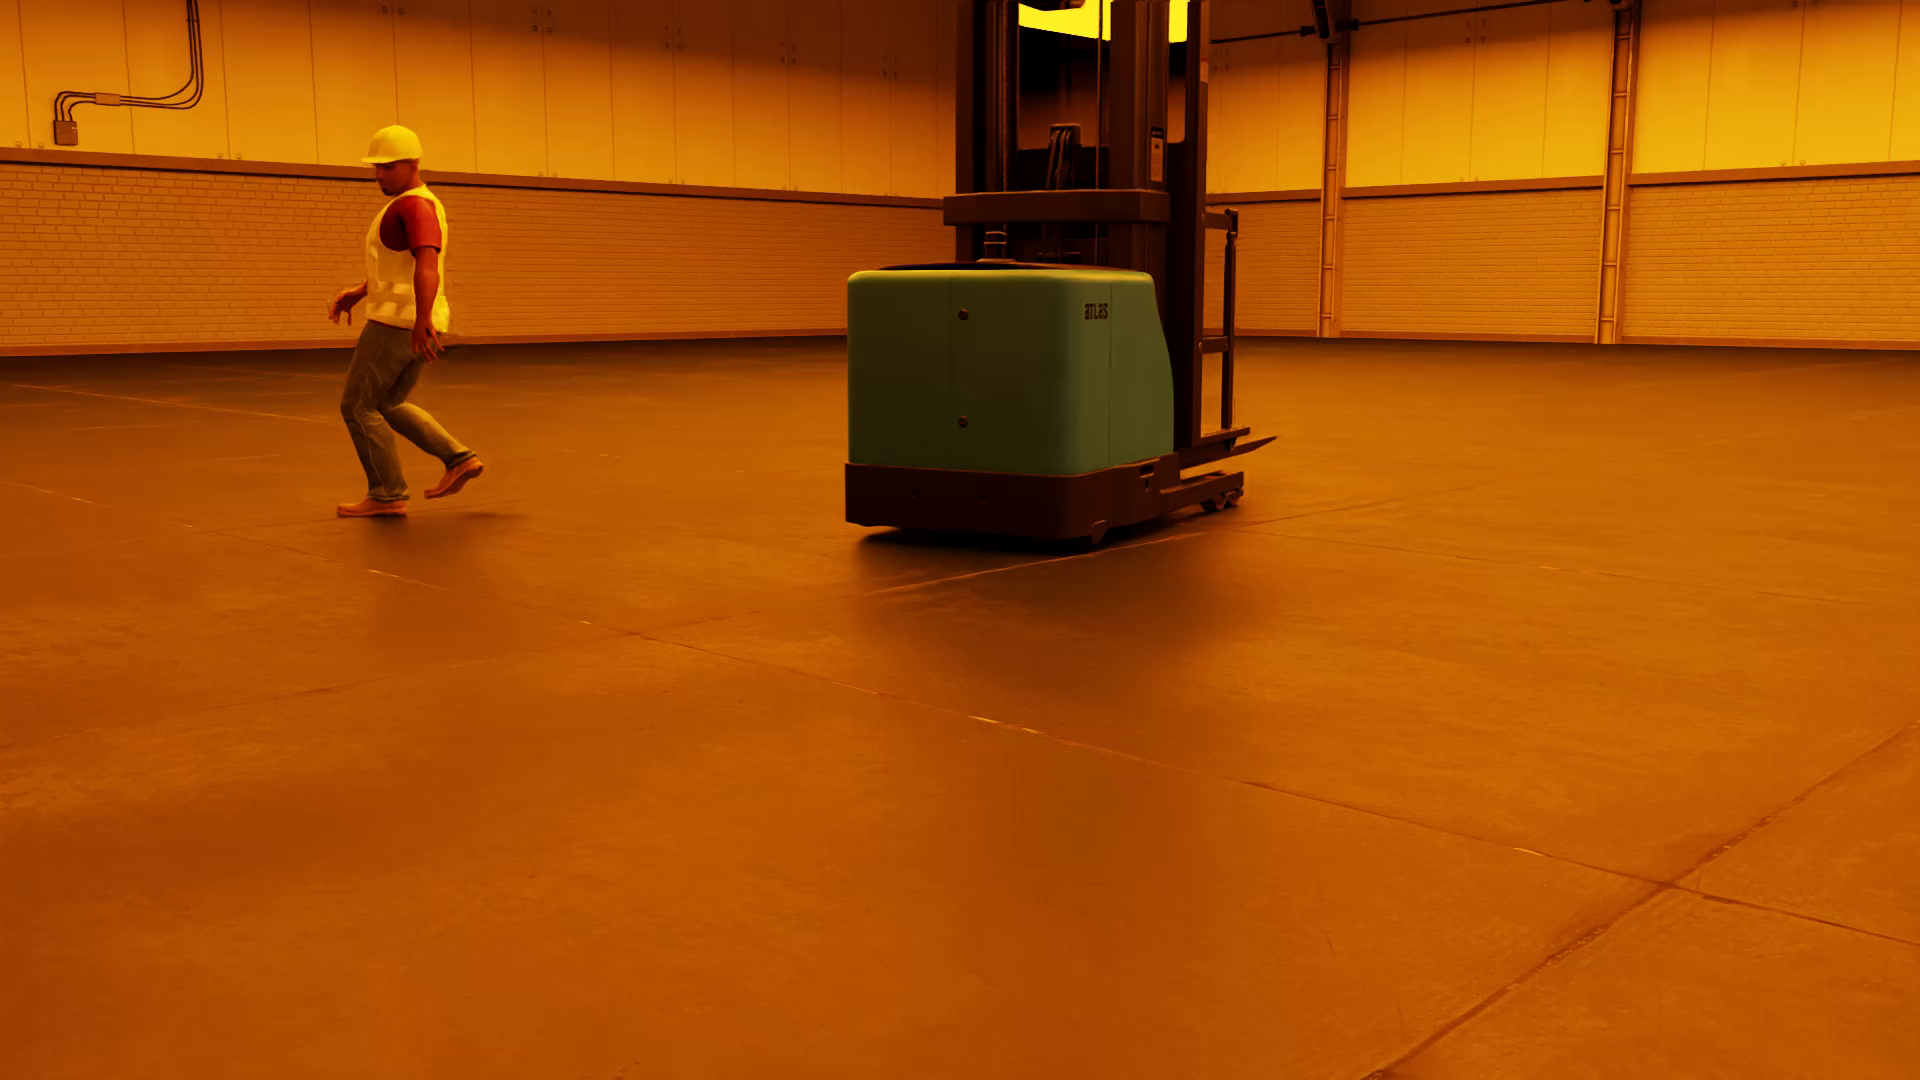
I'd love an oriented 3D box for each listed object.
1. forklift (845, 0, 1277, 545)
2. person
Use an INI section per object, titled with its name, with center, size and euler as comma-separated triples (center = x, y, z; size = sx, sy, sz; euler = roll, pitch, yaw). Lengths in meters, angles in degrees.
[forklift]
center = 0.679, -1.611, 7.573
size = 1.130, 2.935, 3.031
euler = 5, 10, 28
[person]
center = -2.491, -0.955, 7.342
size = 0.626, 1.709, 0.729
euler = 0, 9, 1
